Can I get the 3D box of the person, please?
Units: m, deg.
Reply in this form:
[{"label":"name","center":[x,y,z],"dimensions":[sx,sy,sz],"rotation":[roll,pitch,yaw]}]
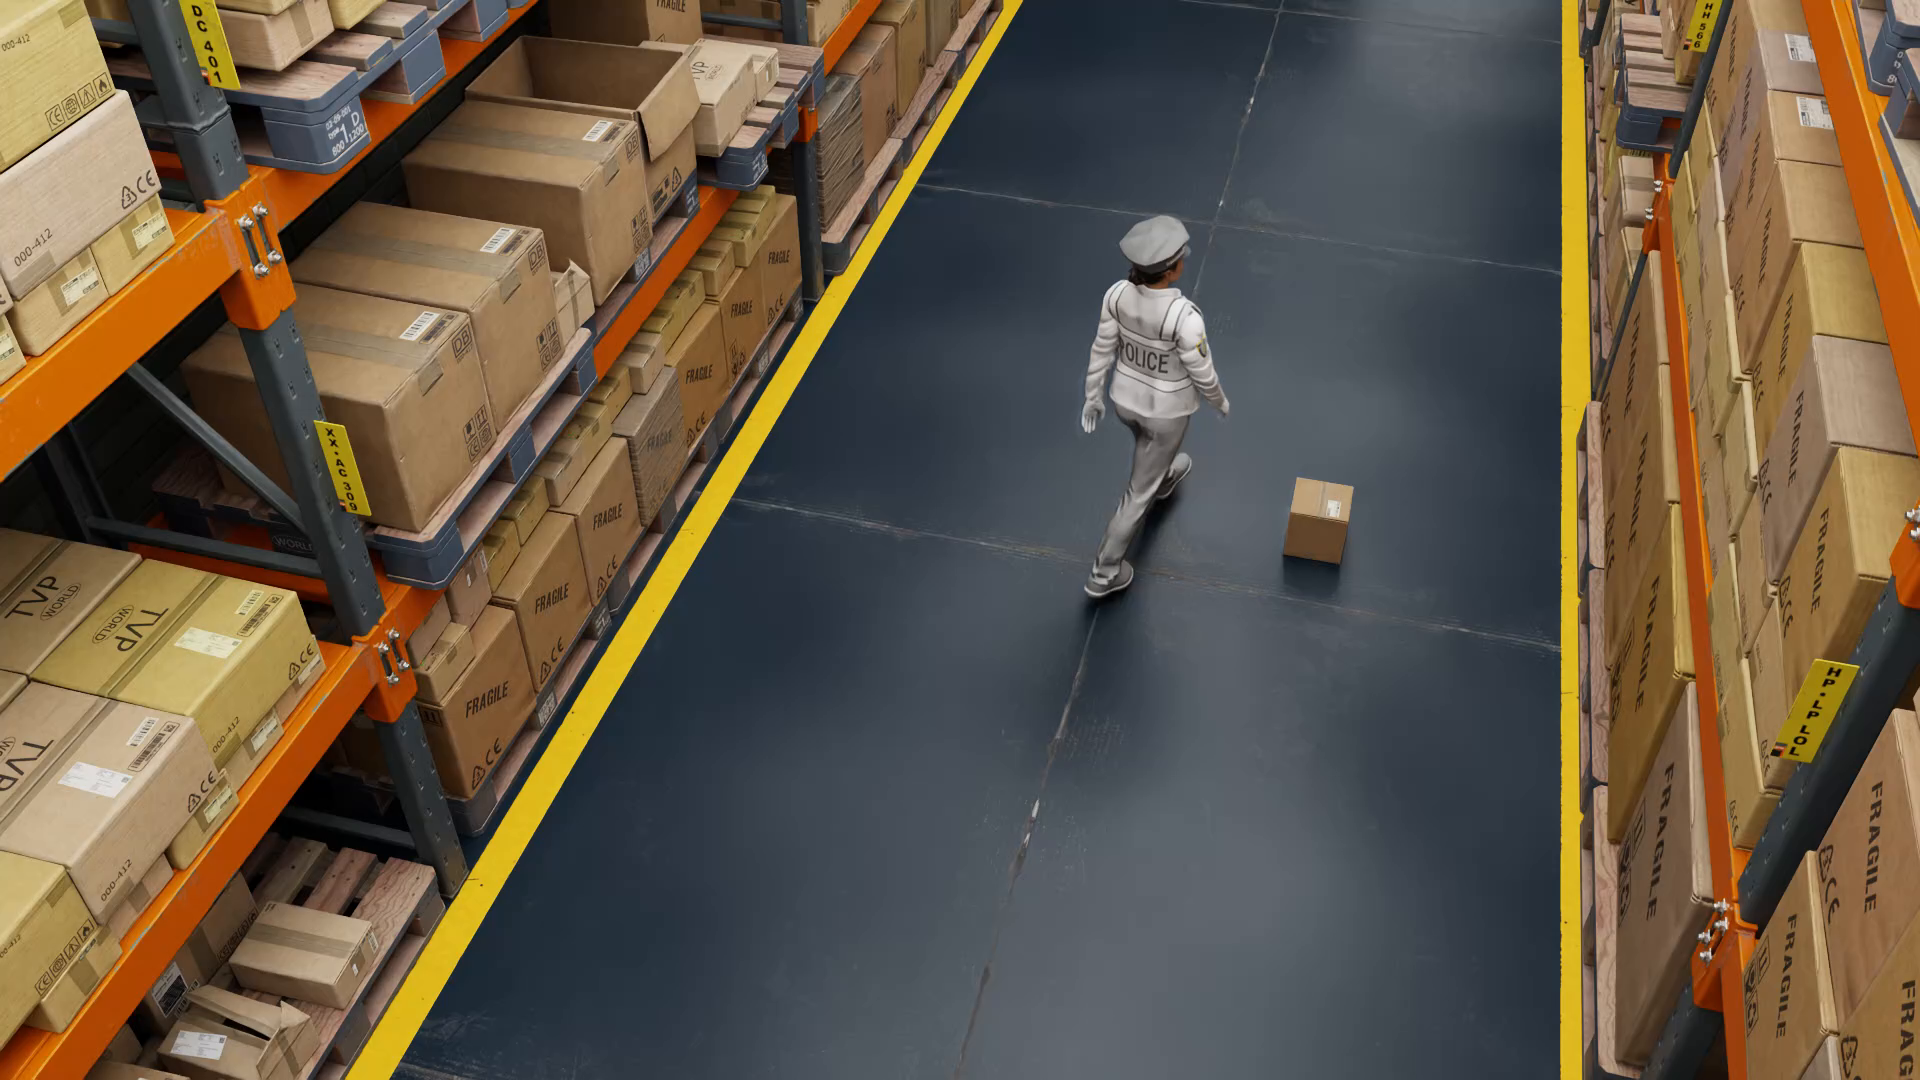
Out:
[{"label":"person","center":[0.841,-0.611,6.826],"dimensions":[0.525,1.622,1.013],"rotation":[32,51,31]}]
